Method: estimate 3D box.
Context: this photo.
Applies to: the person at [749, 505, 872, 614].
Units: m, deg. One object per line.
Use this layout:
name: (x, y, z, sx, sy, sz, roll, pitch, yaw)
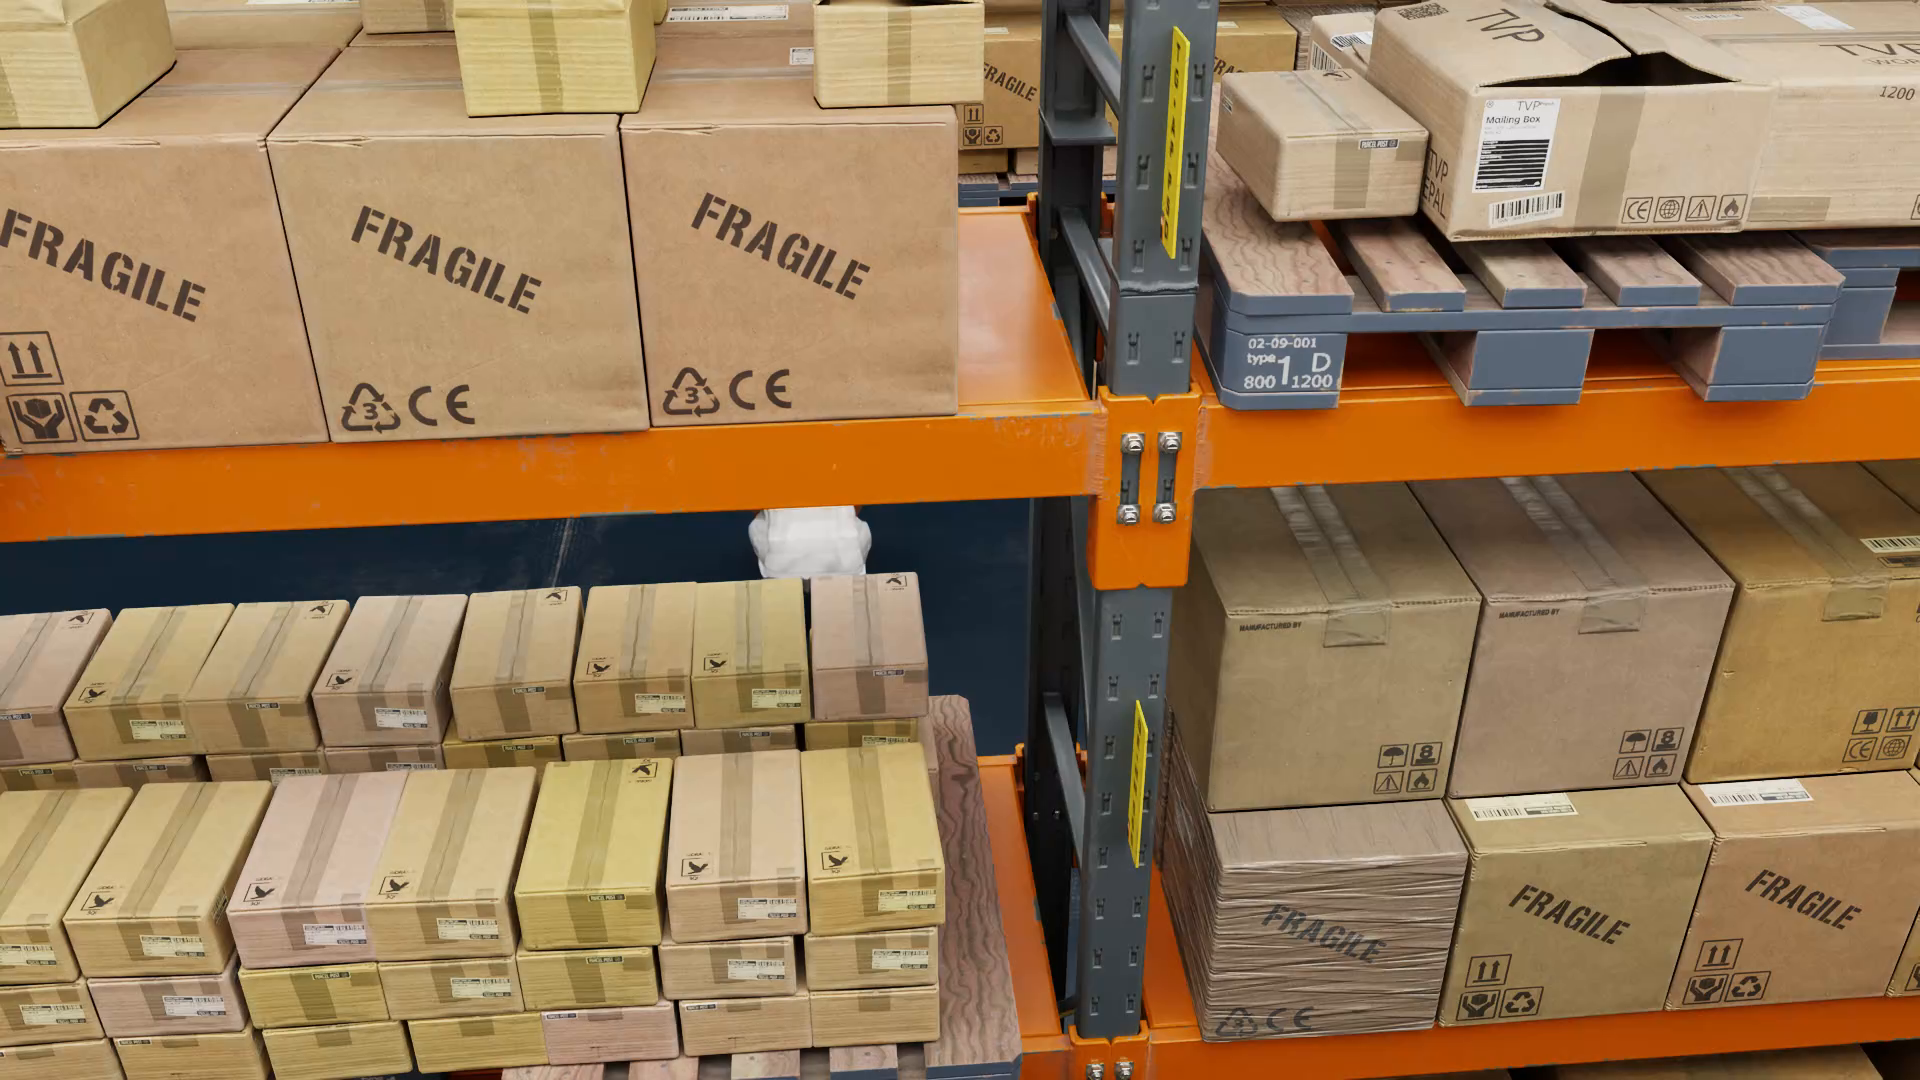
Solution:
person: (-0.662, -0.116, 7.086, 0.564, 0.996, 0.856, -3, 31, -5)
